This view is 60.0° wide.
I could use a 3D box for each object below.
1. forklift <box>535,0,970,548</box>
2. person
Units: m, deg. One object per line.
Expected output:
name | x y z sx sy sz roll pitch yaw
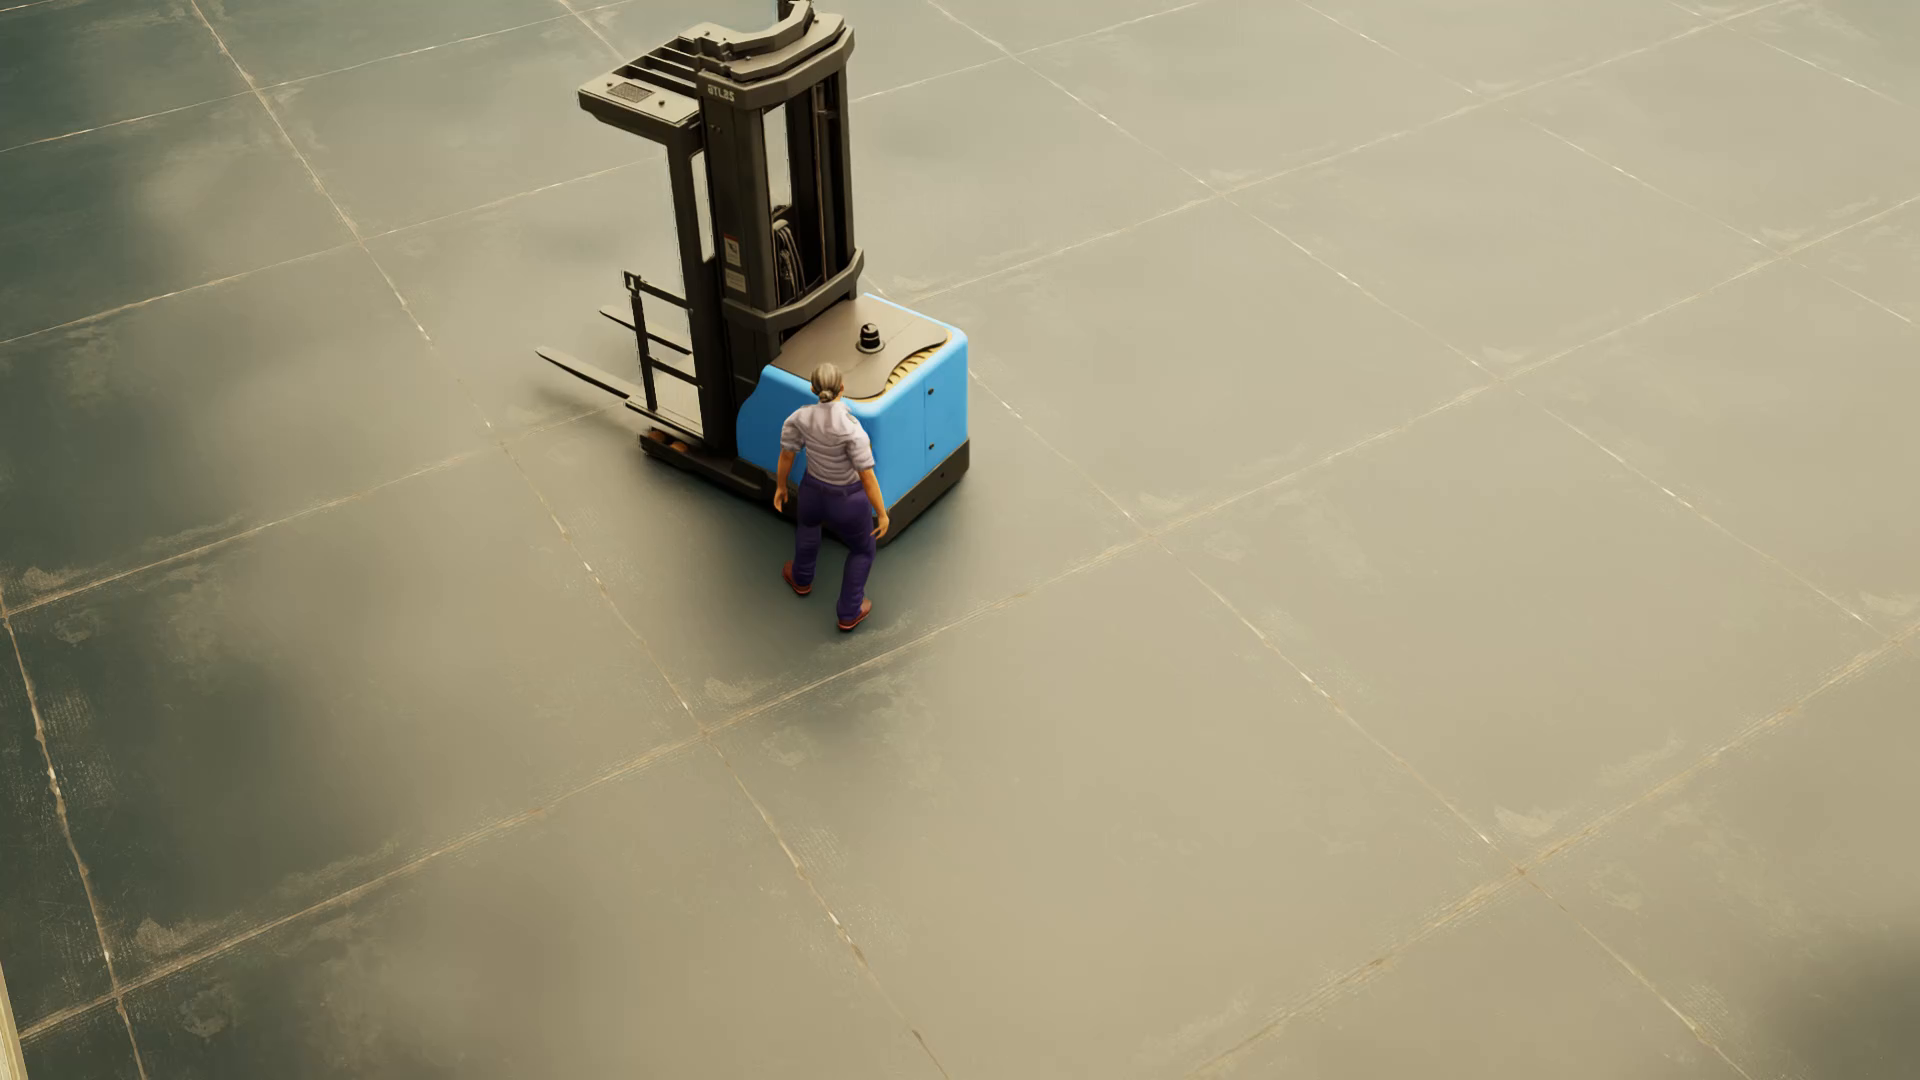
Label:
forklift | -1.440 -1.828 9.962 3.031 2.935 1.130 25 47 25
person | -0.728 -0.240 9.166 0.827 1.624 0.395 19 45 21
